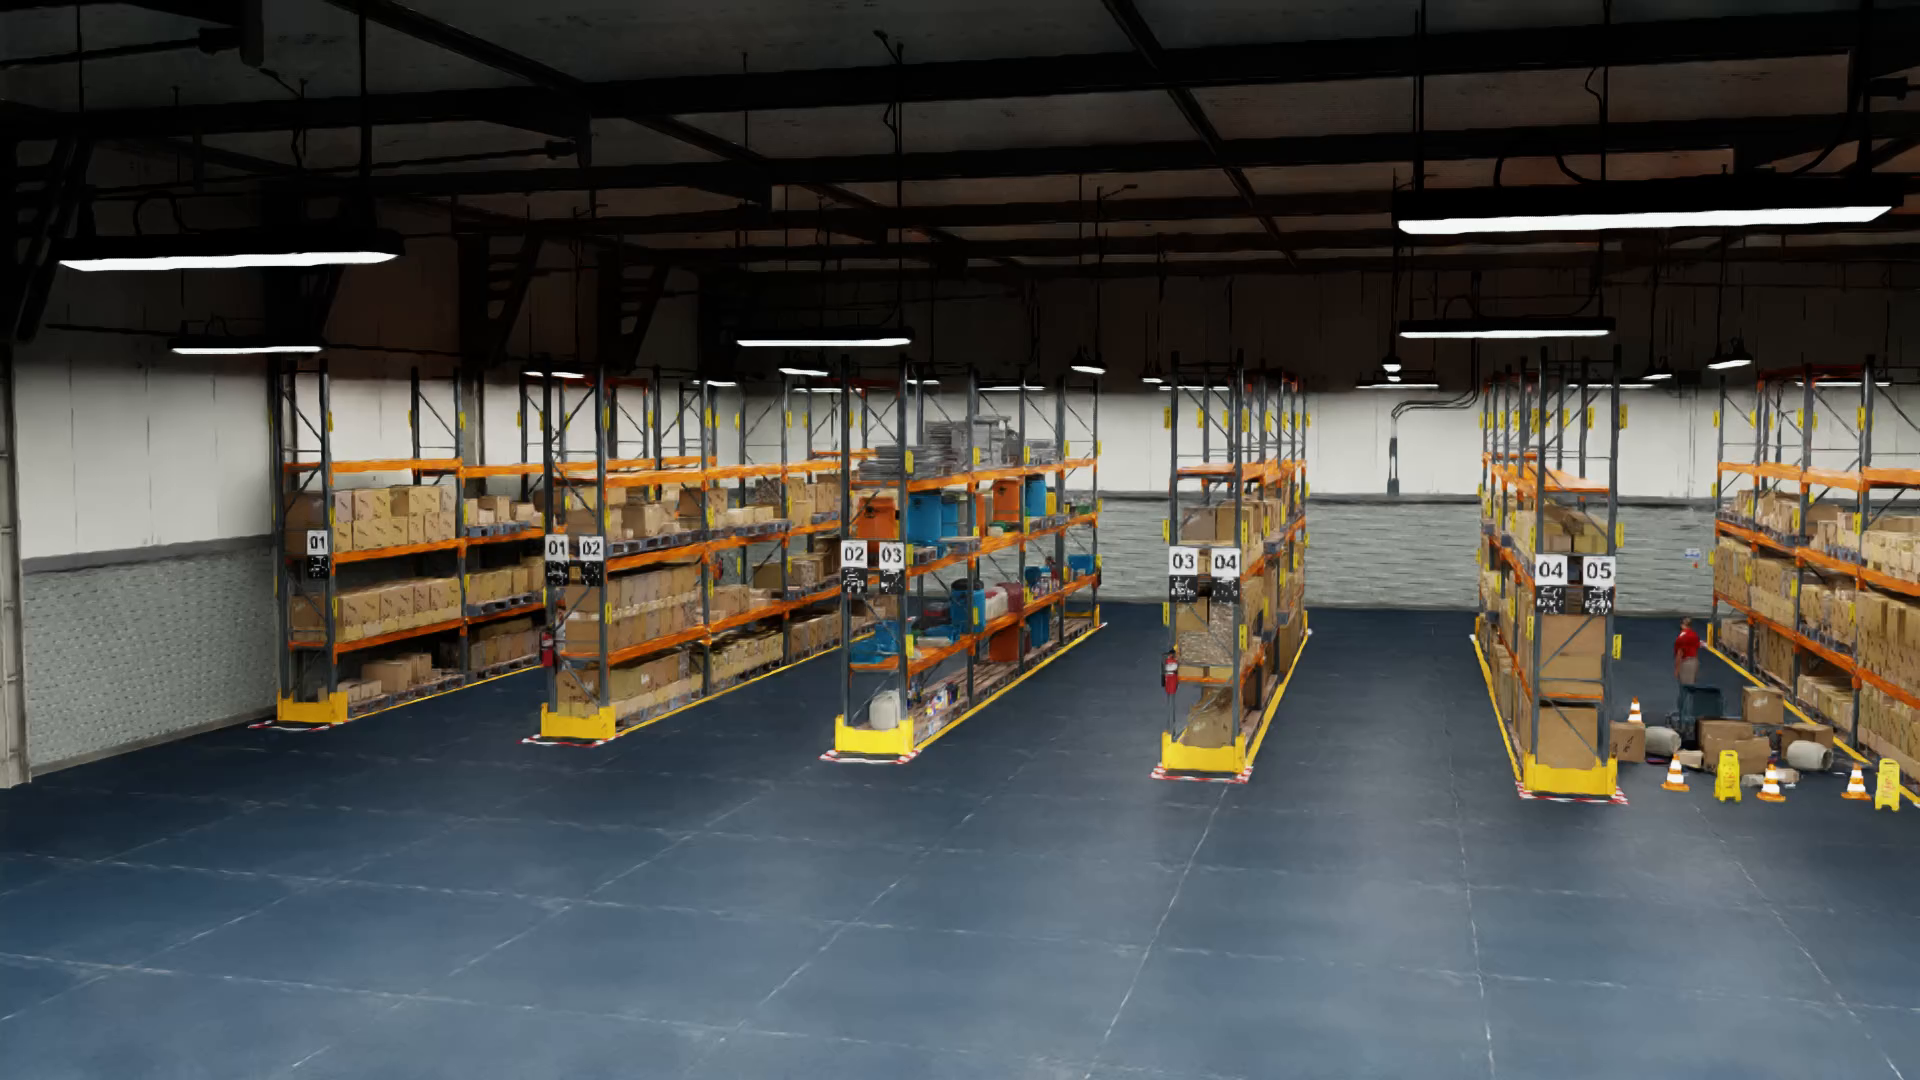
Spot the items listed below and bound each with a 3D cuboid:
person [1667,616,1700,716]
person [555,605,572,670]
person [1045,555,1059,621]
[{"bbox_3d":[12.105,2.128,27.808,0.580,1.721,0.655,4,6,44],"label":"person"},{"bbox_3d":[-7.312,1.986,30.579,0.449,1.585,1.097,1,4,13],"label":"person"},{"bbox_3d":[2.194,1.156,39.774,0.399,1.586,0.477,-3,5,-32],"label":"person"}]
